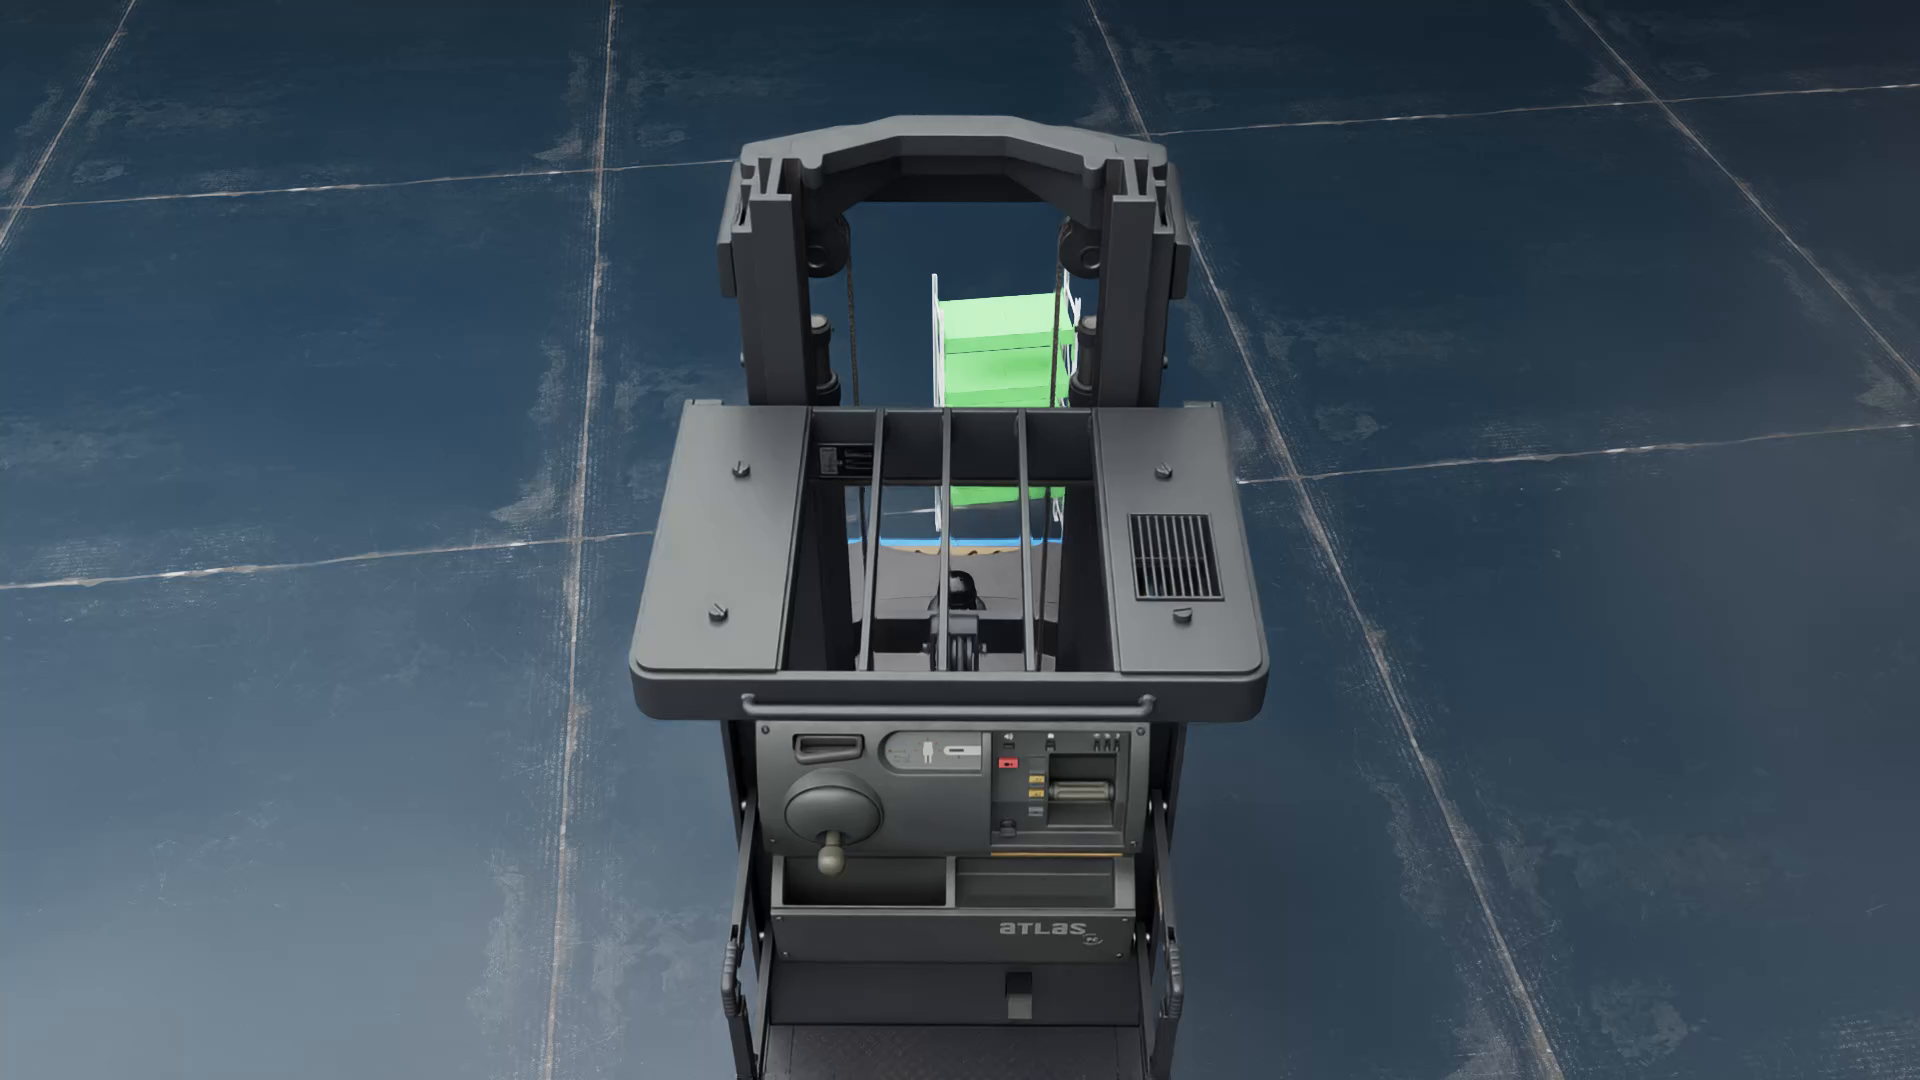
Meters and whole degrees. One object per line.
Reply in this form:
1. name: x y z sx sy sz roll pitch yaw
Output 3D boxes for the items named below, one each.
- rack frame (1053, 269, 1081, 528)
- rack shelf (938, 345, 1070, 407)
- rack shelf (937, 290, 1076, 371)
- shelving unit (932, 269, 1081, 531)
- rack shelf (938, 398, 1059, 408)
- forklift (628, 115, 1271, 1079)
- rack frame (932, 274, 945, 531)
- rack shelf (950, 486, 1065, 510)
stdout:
1. rack frame: 0.406 -0.481 6.388 0.015 1.200 0.240 -5 42 -6
2. rack shelf: 0.164 -0.591 6.246 0.480 0.148 0.258 -5 42 -6
3. rack shelf: 0.164 -0.769 6.085 0.480 0.148 0.258 -5 42 -6
4. shelving unit: 0.164 -0.460 6.364 0.503 1.200 0.258 -5 42 -6
5. rack shelf: 0.164 -0.412 6.407 0.480 0.148 0.258 -5 42 -6
6. forklift: -0.016 0.685 3.803 1.130 2.935 3.031 0 42 0
7. rack frame: -0.078 -0.439 6.341 0.015 1.200 0.240 -5 42 -6
8. rack shelf: 0.164 -0.234 6.568 0.480 0.148 0.258 -5 42 -6
